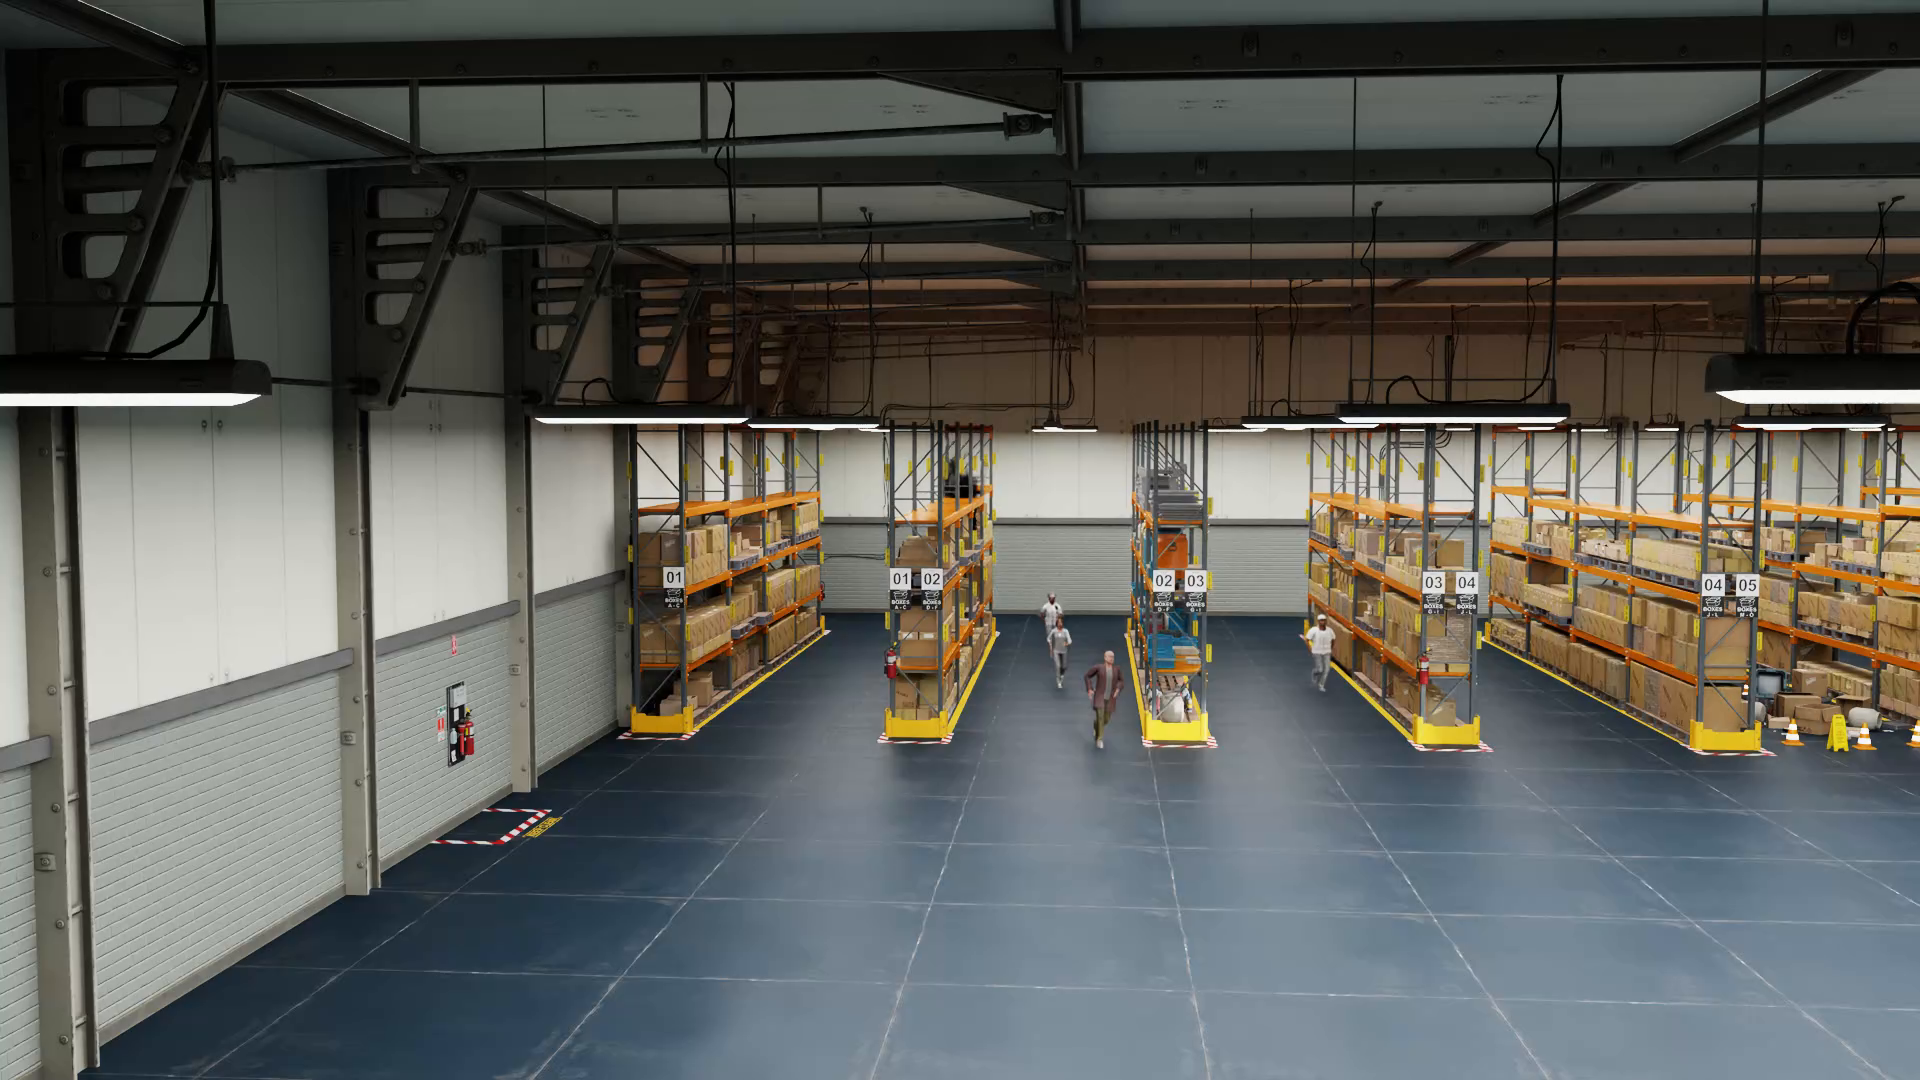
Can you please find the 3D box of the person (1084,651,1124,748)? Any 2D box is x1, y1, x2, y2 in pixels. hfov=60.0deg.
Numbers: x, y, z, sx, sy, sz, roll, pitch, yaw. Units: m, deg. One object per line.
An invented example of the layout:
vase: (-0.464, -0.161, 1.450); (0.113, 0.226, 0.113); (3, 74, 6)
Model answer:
person: (2.679, 2.926, 30.789); (0.753, 1.757, 0.846); (-1, 4, -12)

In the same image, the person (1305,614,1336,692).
person: (8.075, 2.516, 37.156); (0.702, 1.721, 0.589); (0, 4, -6)

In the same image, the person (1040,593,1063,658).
person: (2.359, 2.180, 42.876); (0.585, 1.656, 0.757); (0, 4, -6)

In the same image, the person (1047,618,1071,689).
person: (2.252, 2.557, 37.717); (0.547, 1.552, 0.768); (0, 4, -2)
